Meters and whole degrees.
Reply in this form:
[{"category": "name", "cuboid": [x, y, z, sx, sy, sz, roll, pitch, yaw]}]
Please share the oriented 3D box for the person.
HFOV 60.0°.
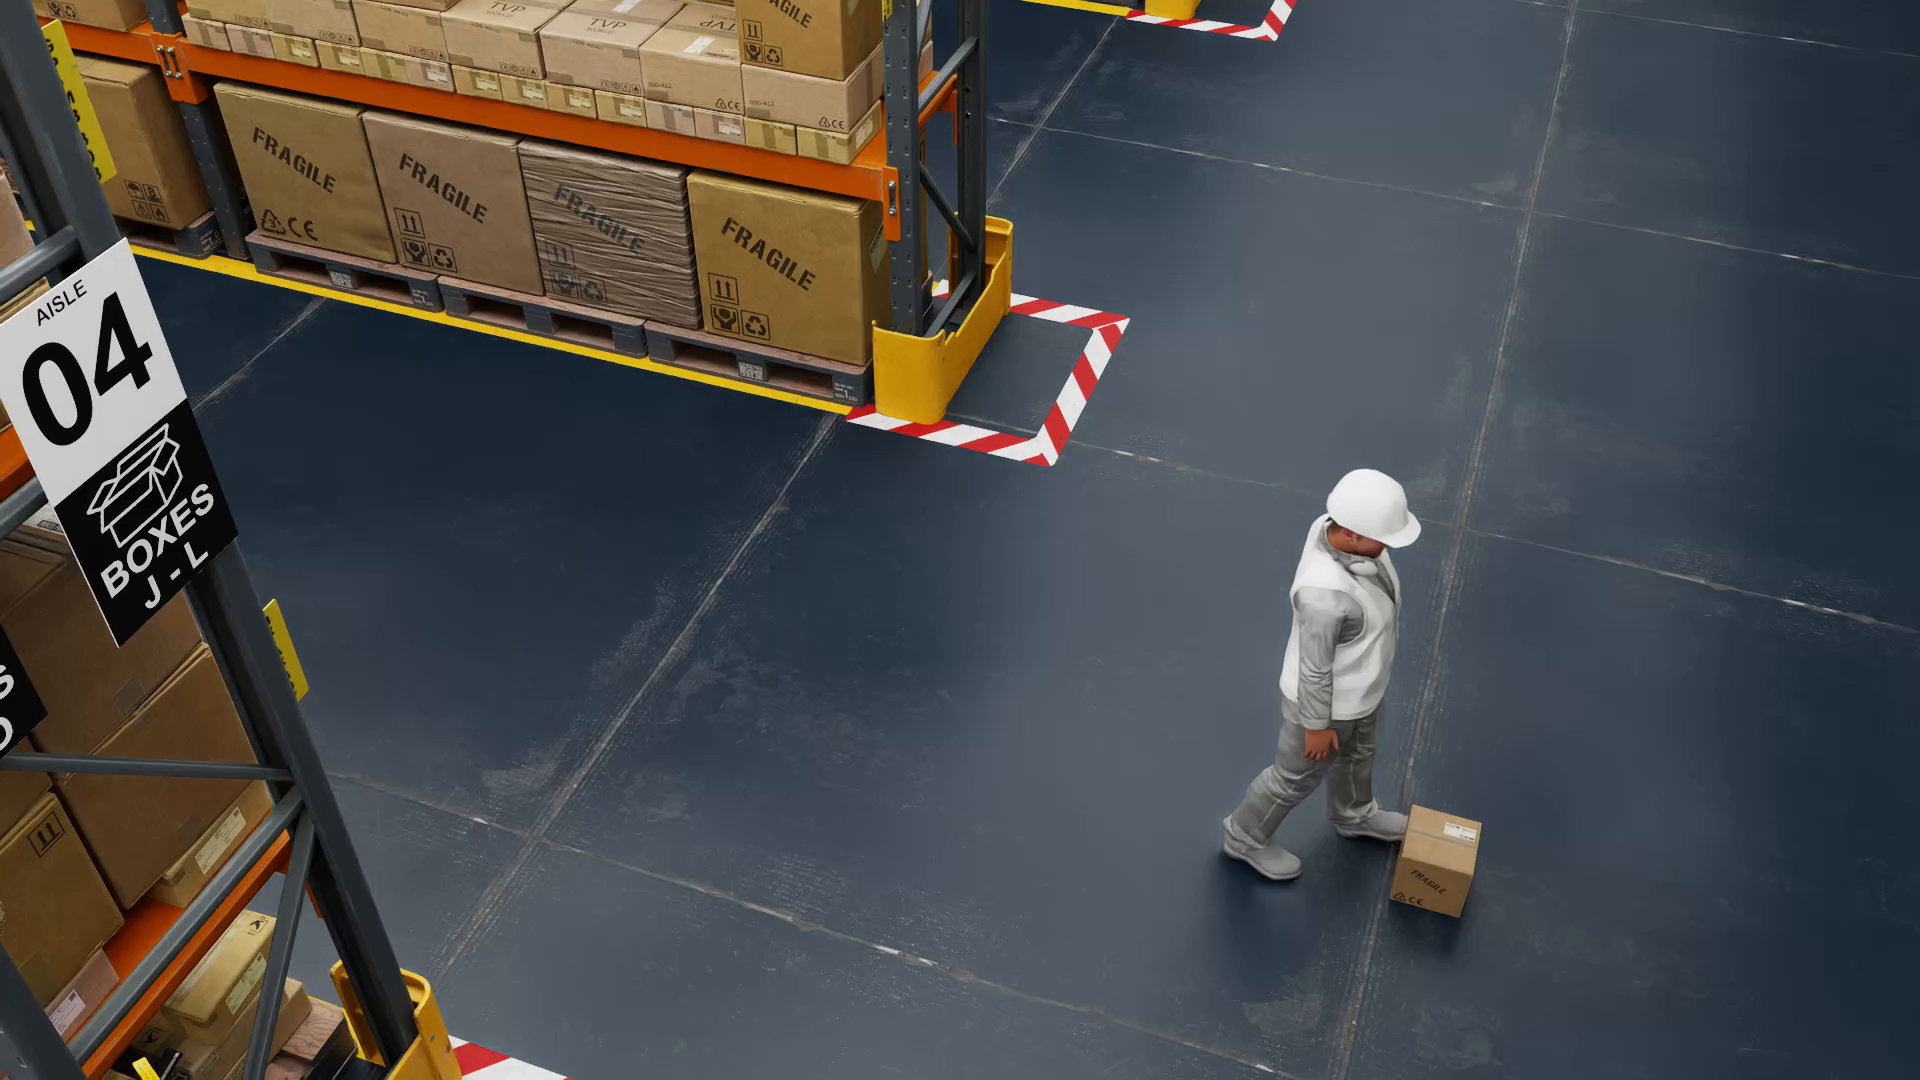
[{"category": "person", "cuboid": [1.318, 0.484, 5.590, 0.684, 1.766, 0.553, 13, 43, 15]}]
